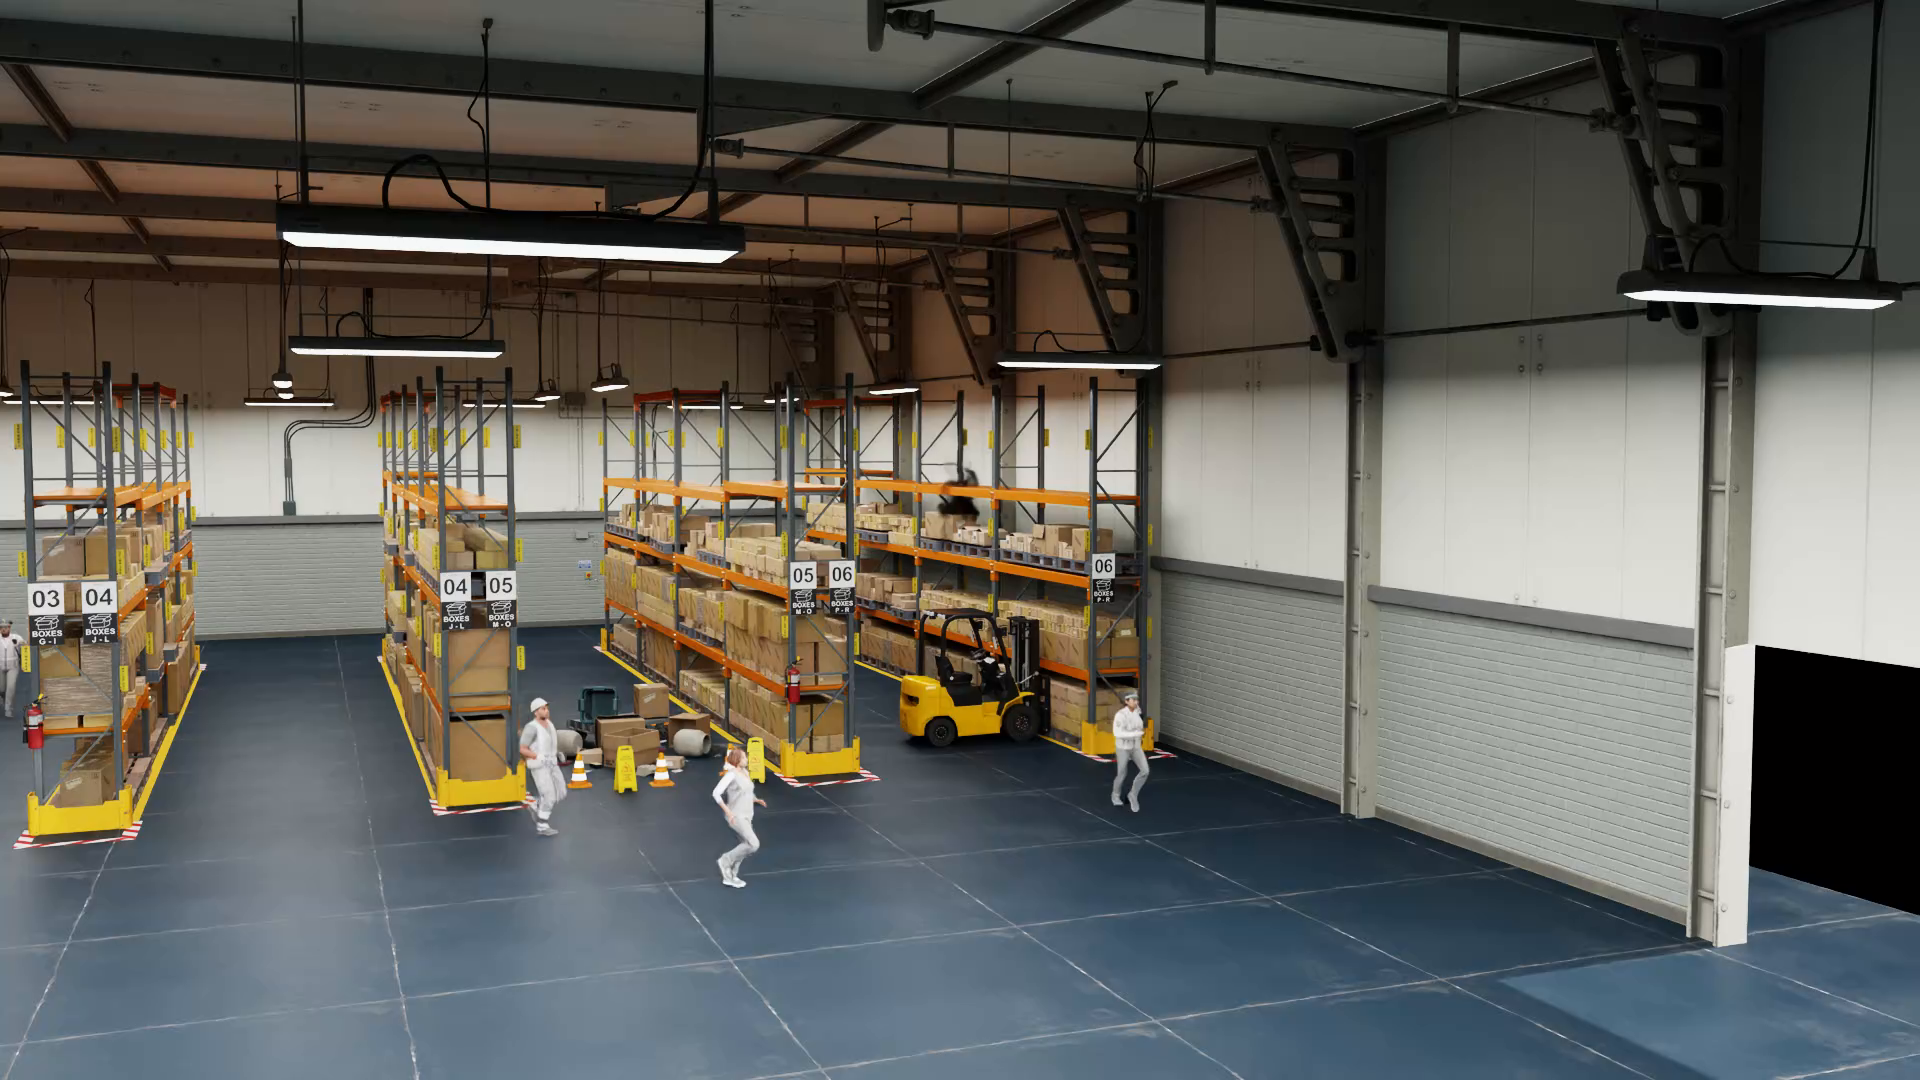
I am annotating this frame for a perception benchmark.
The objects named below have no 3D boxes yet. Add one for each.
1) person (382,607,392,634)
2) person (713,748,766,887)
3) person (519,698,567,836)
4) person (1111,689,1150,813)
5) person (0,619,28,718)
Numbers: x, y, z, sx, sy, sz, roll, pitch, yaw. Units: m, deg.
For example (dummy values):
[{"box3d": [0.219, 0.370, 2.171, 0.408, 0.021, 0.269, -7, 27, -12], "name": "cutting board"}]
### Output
[{"box3d": [-13.095, 1.786, 38.712, 0.686, 1.746, 0.701, -1, 4, -19], "name": "person"}, {"box3d": [-2.426, 3.148, 18.559, 0.541, 1.469, 0.532, 1, 4, 17], "name": "person"}, {"box3d": [-5.275, 2.866, 21.035, 0.616, 1.738, 0.652, 2, 4, 24], "name": "person"}, {"box3d": [2.279, 2.813, 22.352, 0.641, 1.678, 0.788, -2, 4, -31], "name": "person"}, {"box3d": [-17.354, 2.315, 30.300, 0.677, 1.758, 0.895, -2, 4, -26], "name": "person"}]
